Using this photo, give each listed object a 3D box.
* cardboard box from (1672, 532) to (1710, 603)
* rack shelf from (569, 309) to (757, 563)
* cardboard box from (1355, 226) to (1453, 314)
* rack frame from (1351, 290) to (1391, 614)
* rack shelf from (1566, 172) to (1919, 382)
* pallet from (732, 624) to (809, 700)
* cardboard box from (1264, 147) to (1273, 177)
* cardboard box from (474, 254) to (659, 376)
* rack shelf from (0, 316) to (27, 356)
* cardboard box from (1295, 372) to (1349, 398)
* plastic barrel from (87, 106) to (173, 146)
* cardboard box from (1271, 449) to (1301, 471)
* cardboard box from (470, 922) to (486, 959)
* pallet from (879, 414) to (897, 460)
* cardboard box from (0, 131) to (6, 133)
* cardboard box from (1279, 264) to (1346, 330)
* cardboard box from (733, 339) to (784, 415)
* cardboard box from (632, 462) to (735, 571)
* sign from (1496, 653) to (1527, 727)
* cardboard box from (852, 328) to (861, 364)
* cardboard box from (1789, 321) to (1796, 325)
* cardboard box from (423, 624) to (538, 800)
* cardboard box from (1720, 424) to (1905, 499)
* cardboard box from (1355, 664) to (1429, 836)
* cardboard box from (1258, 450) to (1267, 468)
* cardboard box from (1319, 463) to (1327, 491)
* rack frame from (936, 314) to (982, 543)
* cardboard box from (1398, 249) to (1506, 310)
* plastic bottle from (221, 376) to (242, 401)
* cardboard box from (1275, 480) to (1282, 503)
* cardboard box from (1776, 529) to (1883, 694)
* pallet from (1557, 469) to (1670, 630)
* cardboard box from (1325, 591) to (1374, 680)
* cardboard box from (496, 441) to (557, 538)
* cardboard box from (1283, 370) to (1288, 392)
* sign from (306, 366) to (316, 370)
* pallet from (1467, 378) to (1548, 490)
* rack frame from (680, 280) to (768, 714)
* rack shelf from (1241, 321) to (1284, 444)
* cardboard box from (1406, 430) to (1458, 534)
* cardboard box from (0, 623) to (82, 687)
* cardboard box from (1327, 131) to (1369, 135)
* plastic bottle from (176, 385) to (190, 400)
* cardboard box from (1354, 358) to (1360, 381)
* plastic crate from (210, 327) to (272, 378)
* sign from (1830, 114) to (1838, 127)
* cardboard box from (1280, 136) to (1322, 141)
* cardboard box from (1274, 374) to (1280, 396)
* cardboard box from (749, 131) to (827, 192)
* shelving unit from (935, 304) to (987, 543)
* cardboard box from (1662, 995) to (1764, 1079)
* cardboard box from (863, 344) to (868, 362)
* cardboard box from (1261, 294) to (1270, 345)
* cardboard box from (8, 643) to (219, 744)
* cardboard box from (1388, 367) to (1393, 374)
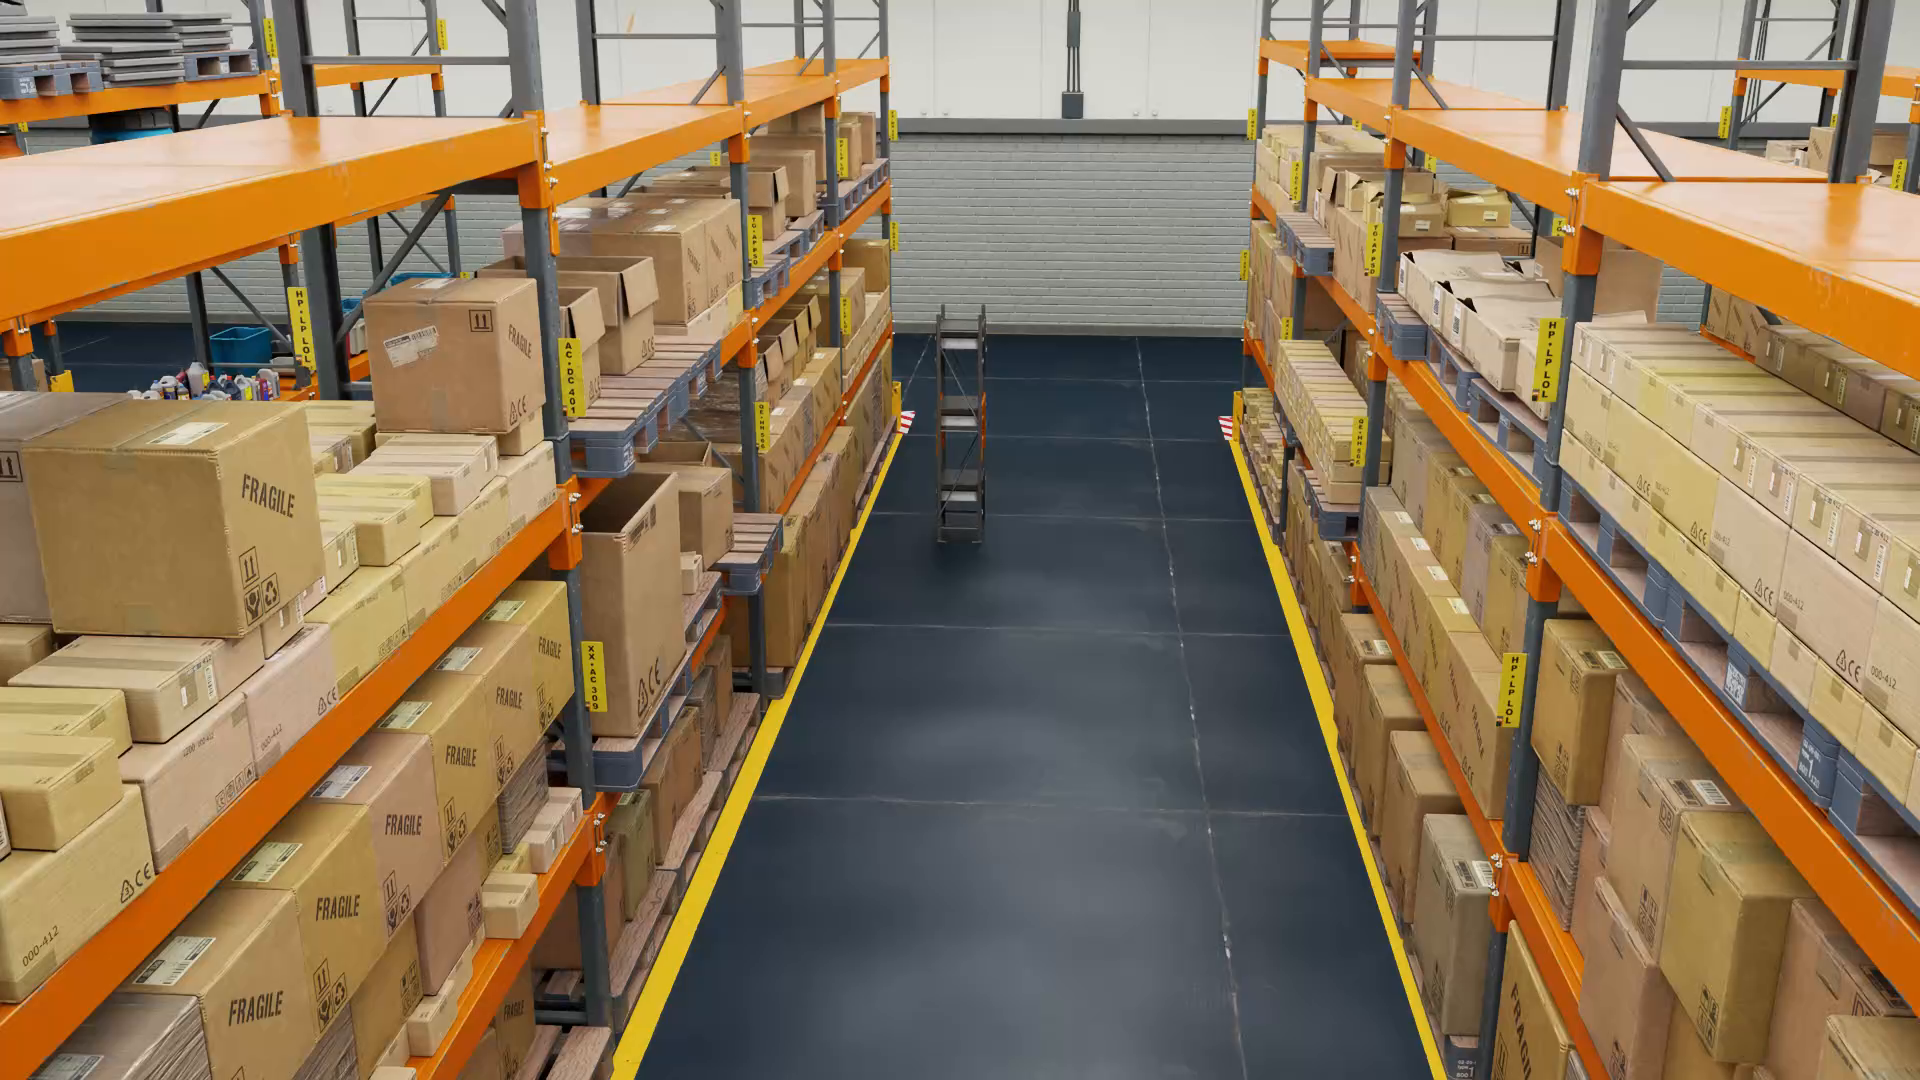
[{"bbox_3d":[2.350,0.087,4.919,0.380,0.149,0.250,1,18,4],"label":"cardboard box"},{"bbox_3d":[-1.992,-0.708,8.932,1.077,0.370,4.000,1,18,4],"label":"rack shelf"},{"bbox_3d":[2.879,-1.759,10.825,0.500,0.500,0.500,1,18,4],"label":"cardboard box"},{"bbox_3d":[3.092,-0.103,10.749,1.000,3.000,0.127,1,18,4],"label":"rack frame"},{"bbox_3d":[2.662,-0.559,4.302,1.077,0.370,4.000,1,18,4],"label":"rack shelf"},{"bbox_3d":[-1.717,0.836,12.359,1.003,0.211,1.213,1,18,4],"label":"pallet"},{"bbox_3d":[3.290,-3.731,16.438,0.500,0.250,0.500,1,18,5],"label":"cardboard box"},{"bbox_3d":[-1.936,-1.114,8.174,0.797,0.503,0.637,2,18,6],"label":"cardboard box"},{"bbox_3d":[-6.932,-0.819,9.269,1.077,0.370,4.000,1,18,4],"label":"rack shelf"},{"bbox_3d":[2.800,-1.195,12.853,0.380,0.149,0.250,2,18,6],"label":"cardboard box"},{"bbox_3d":[-6.471,-2.928,13.072,0.600,0.901,0.708,1,18,4],"label":"plastic barrel"},{"bbox_3d":[3.134,-0.747,15.662,0.380,0.149,0.250,1,18,3],"label":"cardboard box"},{"bbox_3d":[-2.019,1.498,6.264,0.380,0.149,0.250,1,18,4],"label":"cardboard box"},{"bbox_3d":[-1.254,-1.155,18.436,1.003,0.211,1.213,1,18,4],"label":"pallet"},{"bbox_3d":[-10.938,-4.379,18.418,0.500,0.250,0.500,1,18,4],"label":"cardboard box"},{"bbox_3d":[3.142,-2.162,14.786,0.500,0.500,0.500,1,18,2],"label":"cardboard box"},{"bbox_3d":[-1.730,-1.199,12.320,0.797,0.503,0.637,2,18,5],"label":"cardboard box"},{"bbox_3d":[-1.787,-0.148,10.051,0.700,0.500,0.500,4,19,12],"label":"cardboard box"},{"bbox_3d":[2.263,0.617,6.817,0.100,0.325,0.005,1,18,4],"label":"sign"},{"bbox_3d":[-1.226,-1.852,15.849,0.500,0.250,0.500,1,18,4],"label":"cardboard box"},{"bbox_3d":[8.154,-1.780,15.706,0.500,0.500,0.500,1,18,3],"label":"cardboard box"},{"bbox_3d":[-1.927,0.634,6.254,0.500,0.500,0.500,1,18,4],"label":"cardboard box"},{"bbox_3d":[2.331,-0.215,4.560,0.380,0.149,0.250,1,18,4],"label":"cardboard box"},{"bbox_3d":[2.899,1.225,9.634,1.050,0.750,0.750,2,18,5],"label":"cardboard box"},{"bbox_3d":[3.211,-0.797,16.768,0.380,0.149,0.250,1,18,4],"label":"cardboard box"},{"bbox_3d":[2.688,-0.424,11.456,0.380,0.149,0.250,1,18,4],"label":"cardboard box"},{"bbox_3d":[-0.006,-0.973,14.849,0.400,2.100,0.015,1,18,4],"label":"rack frame"},{"bbox_3d":[2.820,-1.514,9.543,0.500,0.311,0.500,1,18,4],"label":"cardboard box"},{"bbox_3d":[-6.254,-1.225,14.250,0.144,0.351,0.185,1,18,4],"label":"plastic bottle"},{"bbox_3d":[3.084,-0.437,15.192,0.380,0.149,0.250,2,18,5],"label":"cardboard box"},{"bbox_3d":[2.348,0.169,4.028,0.500,0.250,0.500,1,18,4],"label":"cardboard box"},{"bbox_3d":[2.736,0.009,5.729,1.003,0.211,1.213,1,18,4],"label":"pallet"},{"bbox_3d":[2.878,0.675,11.714,0.500,0.500,0.500,1,18,4],"label":"cardboard box"},{"bbox_3d":[-1.907,-0.210,6.497,0.500,0.250,0.500,2,18,6],"label":"cardboard box"},{"bbox_3d":[2.857,-1.295,13.635,0.380,0.149,0.250,2,18,5],"label":"cardboard box"},{"bbox_3d":[-5.953,-1.717,15.229,0.100,0.325,0.005,1,18,4],"label":"sign"},{"bbox_3d":[2.822,-0.482,7.392,0.805,0.209,1.217,1,18,2],"label":"pallet"},{"bbox_3d":[-1.848,-0.246,11.182,1.000,3.000,0.127,1,18,4],"label":"rack frame"},{"bbox_3d":[3.522,-1.625,16.548,1.077,0.370,4.000,1,18,4],"label":"rack shelf"},{"bbox_3d":[3.015,-0.330,9.673,0.700,0.500,0.500,1,18,3],"label":"cardboard box"},{"bbox_3d":[-2.531,0.284,4.349,0.380,0.149,0.250,2,18,5],"label":"cardboard box"},{"bbox_3d":[3.891,-4.021,16.684,0.380,0.149,0.250,2,18,5],"label":"cardboard box"},{"bbox_3d":[-6.815,-1.258,14.592,0.097,0.201,0.097,0,18,0],"label":"plastic bottle"},{"bbox_3d":[3.547,-1.439,14.077,0.380,0.149,0.250,2,18,6],"label":"cardboard box"},{"bbox_3d":[-6.808,-1.772,15.770,0.392,0.384,0.575,1,18,4],"label":"plastic crate"},{"bbox_3d":[9.150,-4.301,17.447,0.100,0.325,0.005,1,18,4],"label":"sign"},{"bbox_3d":[3.274,-3.792,15.986,0.380,0.149,0.250,2,18,6],"label":"cardboard box"},{"bbox_3d":[2.891,-1.314,14.172,0.380,0.149,0.250,0,18,1],"label":"cardboard box"},{"bbox_3d":[-1.565,-3.452,15.156,0.700,0.500,0.500,0,18,1],"label":"cardboard box"},{"bbox_3d":[0.012,-1.049,15.080,0.431,2.100,0.503,1,18,4],"label":"shelving unit"},{"bbox_3d":[2.679,1.686,5.047,0.875,0.550,0.500,1,18,4],"label":"cardboard box"},{"bbox_3d":[-1.116,-1.856,16.499,0.380,0.149,0.250,1,18,5],"label":"cardboard box"},{"bbox_3d":[3.266,-2.167,16.407,0.500,0.500,0.500,1,18,2],"label":"cardboard box"},{"bbox_3d":[-2.070,0.372,4.079,0.380,0.149,0.250,2,18,6],"label":"cardboard box"},{"bbox_3d":[3.466,-1.258,13.046,0.380,0.149,0.250,1,18,2],"label":"cardboard box"}]
